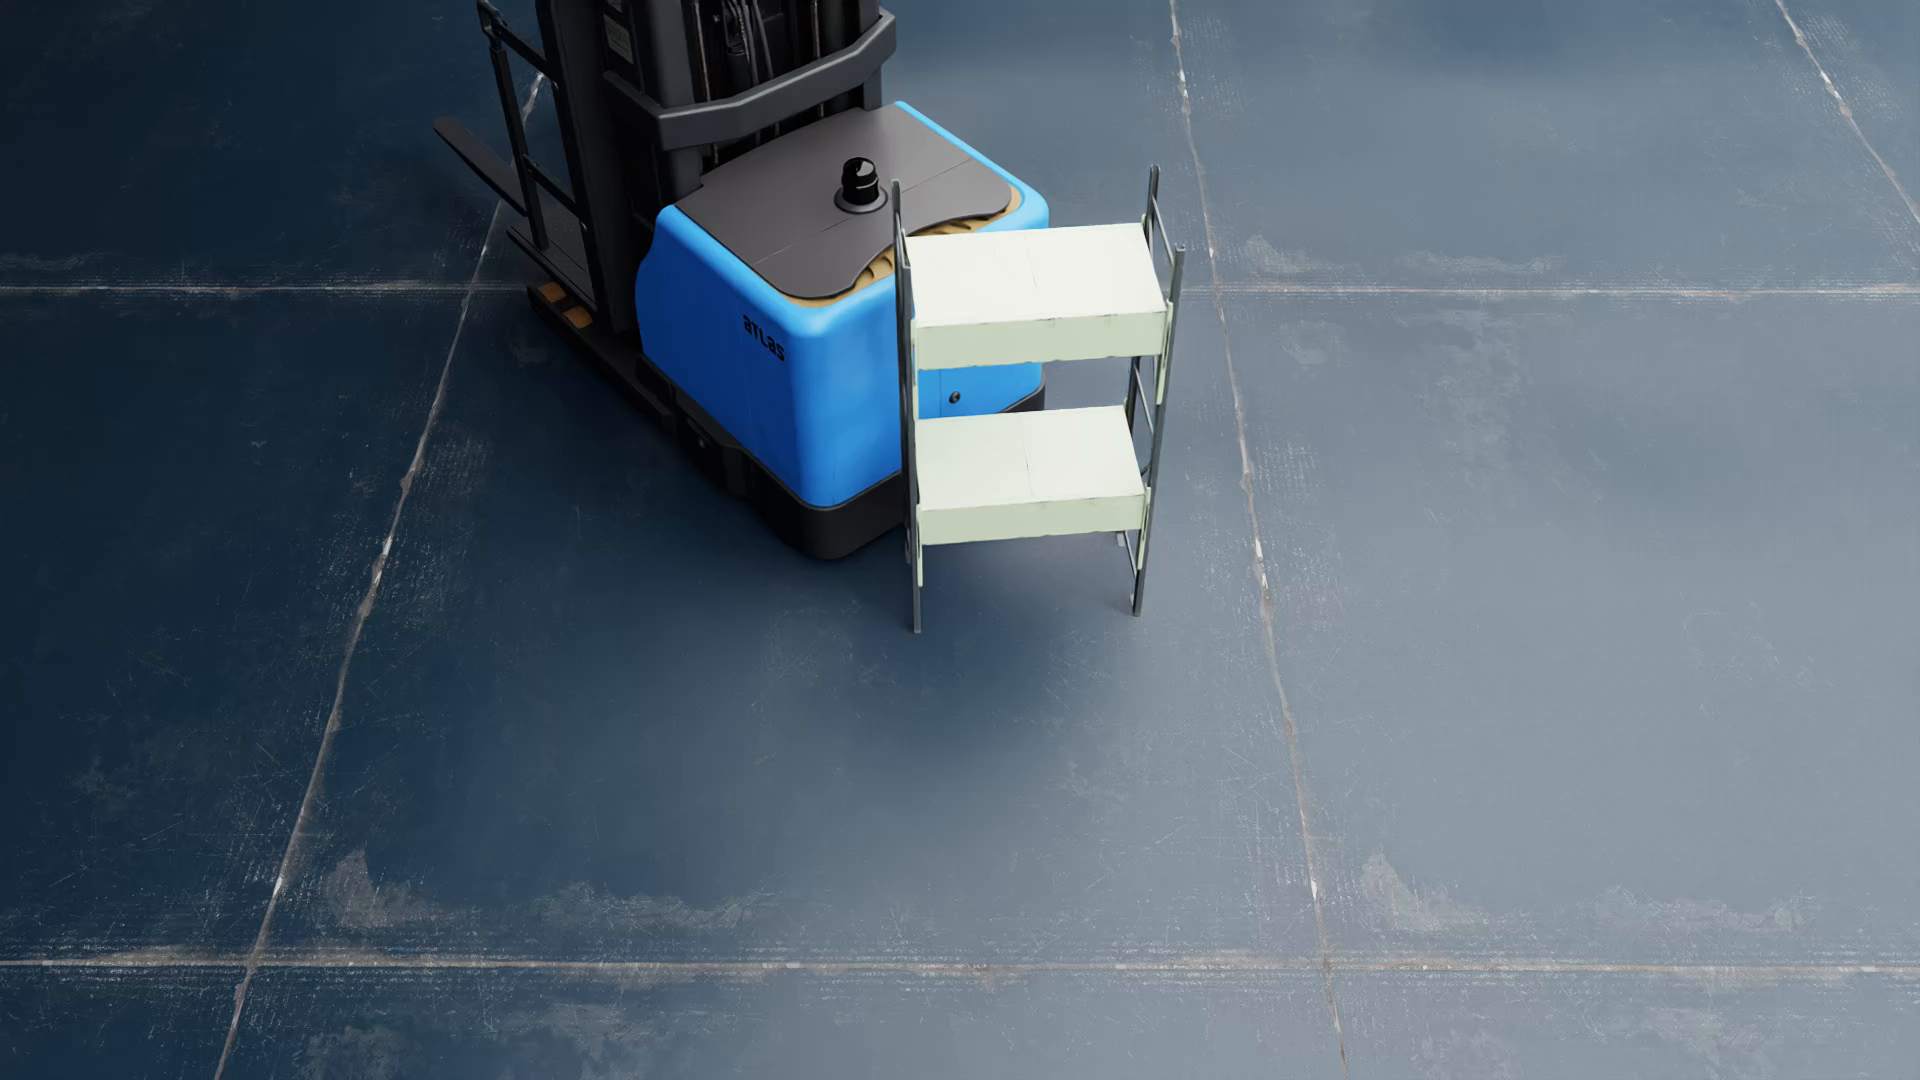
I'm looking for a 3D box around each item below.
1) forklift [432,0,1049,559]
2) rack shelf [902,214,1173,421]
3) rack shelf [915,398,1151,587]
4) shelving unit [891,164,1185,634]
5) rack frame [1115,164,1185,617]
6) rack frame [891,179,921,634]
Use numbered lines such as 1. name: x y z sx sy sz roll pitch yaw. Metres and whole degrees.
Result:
1. forklift: -1.031 -1.947 5.560 1.130 2.935 3.031 -32 55 -26
2. rack shelf: 0.204 -0.642 4.790 0.720 0.370 0.431 -4 47 -4
3. rack shelf: 0.204 -0.154 5.314 0.720 0.370 0.431 -4 47 -4
4. shelving unit: 0.204 -0.376 5.075 0.755 1.500 0.431 -4 47 -4
5. rack frame: 0.568 -0.404 5.101 0.023 1.500 0.400 -4 47 -4
6. rack frame: -0.160 -0.349 5.050 0.023 1.500 0.400 -4 47 -4
